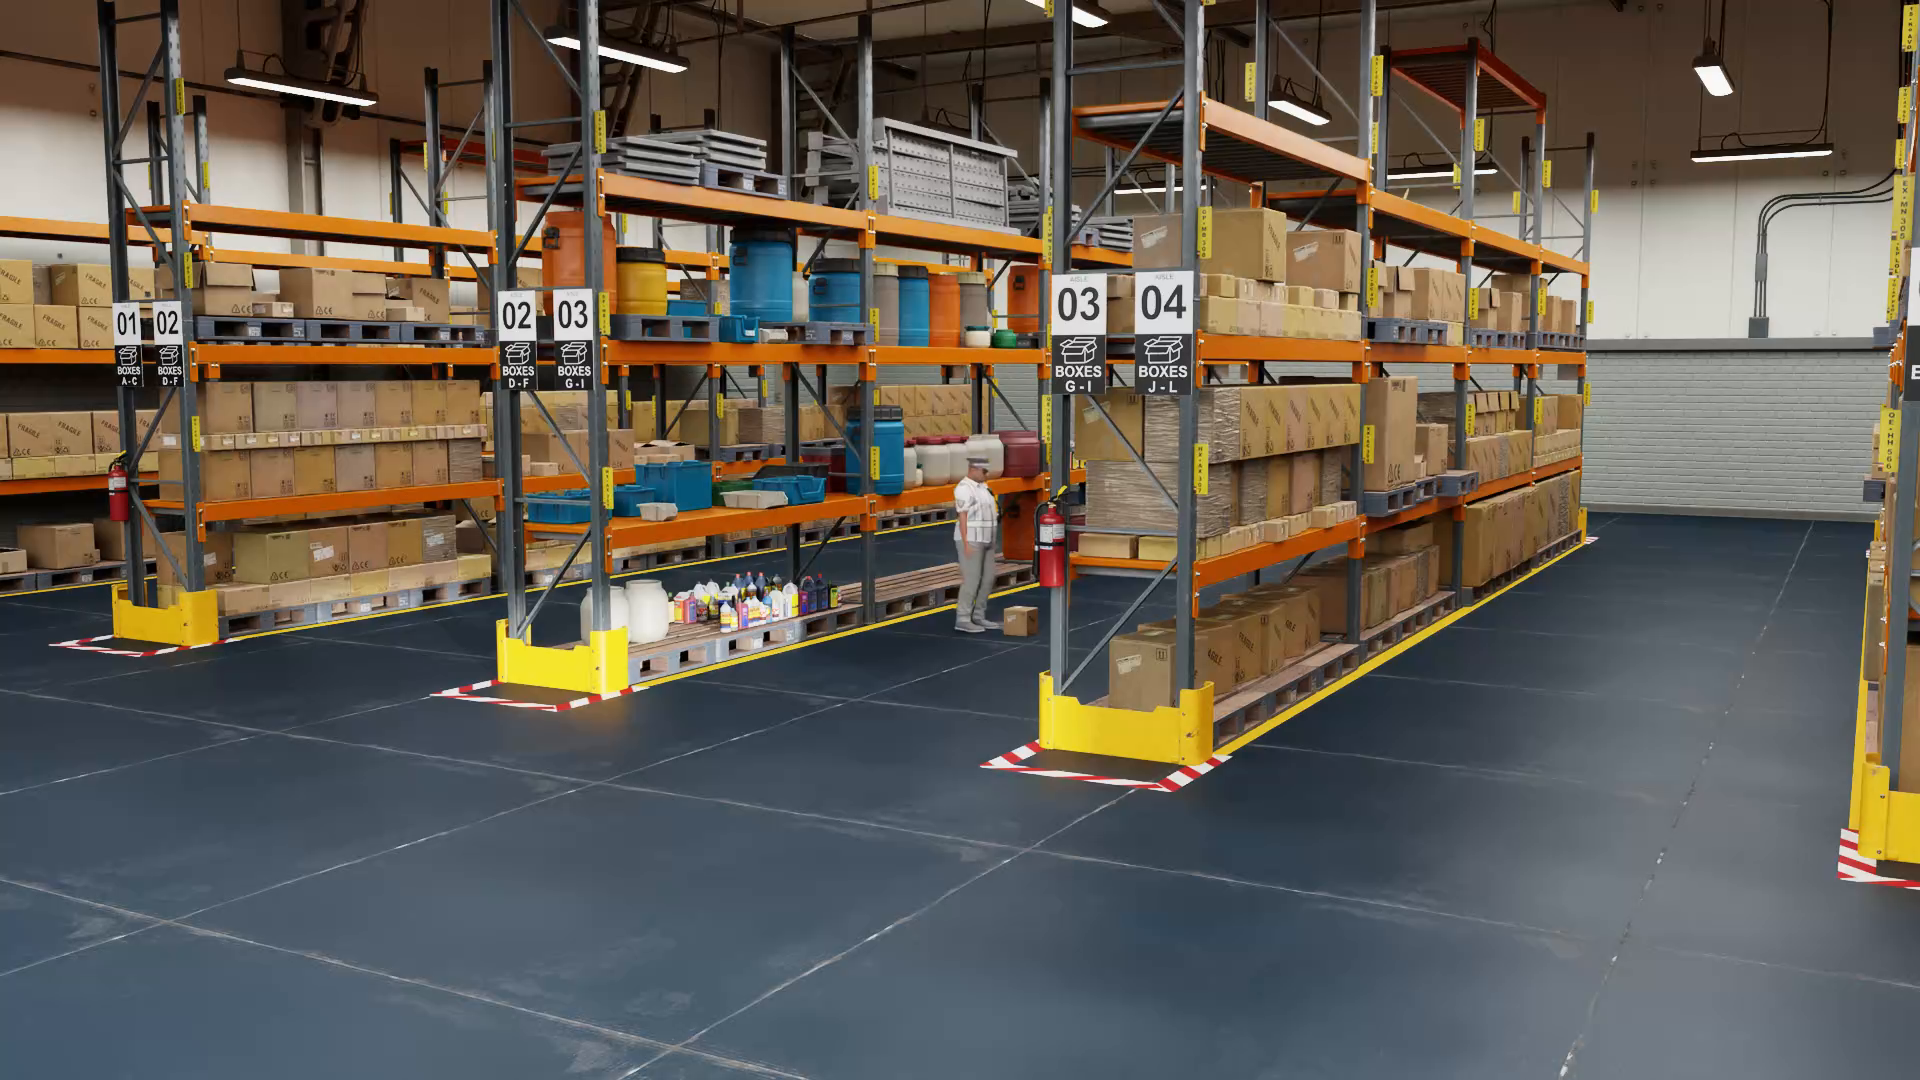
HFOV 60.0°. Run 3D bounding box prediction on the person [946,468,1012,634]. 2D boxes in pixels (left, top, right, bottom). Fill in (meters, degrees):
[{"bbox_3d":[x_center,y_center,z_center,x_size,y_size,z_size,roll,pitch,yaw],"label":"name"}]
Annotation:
[{"bbox_3d":[0.203,0.094,16.418,0.634,1.614,0.578,3,7,29],"label":"person"}]
